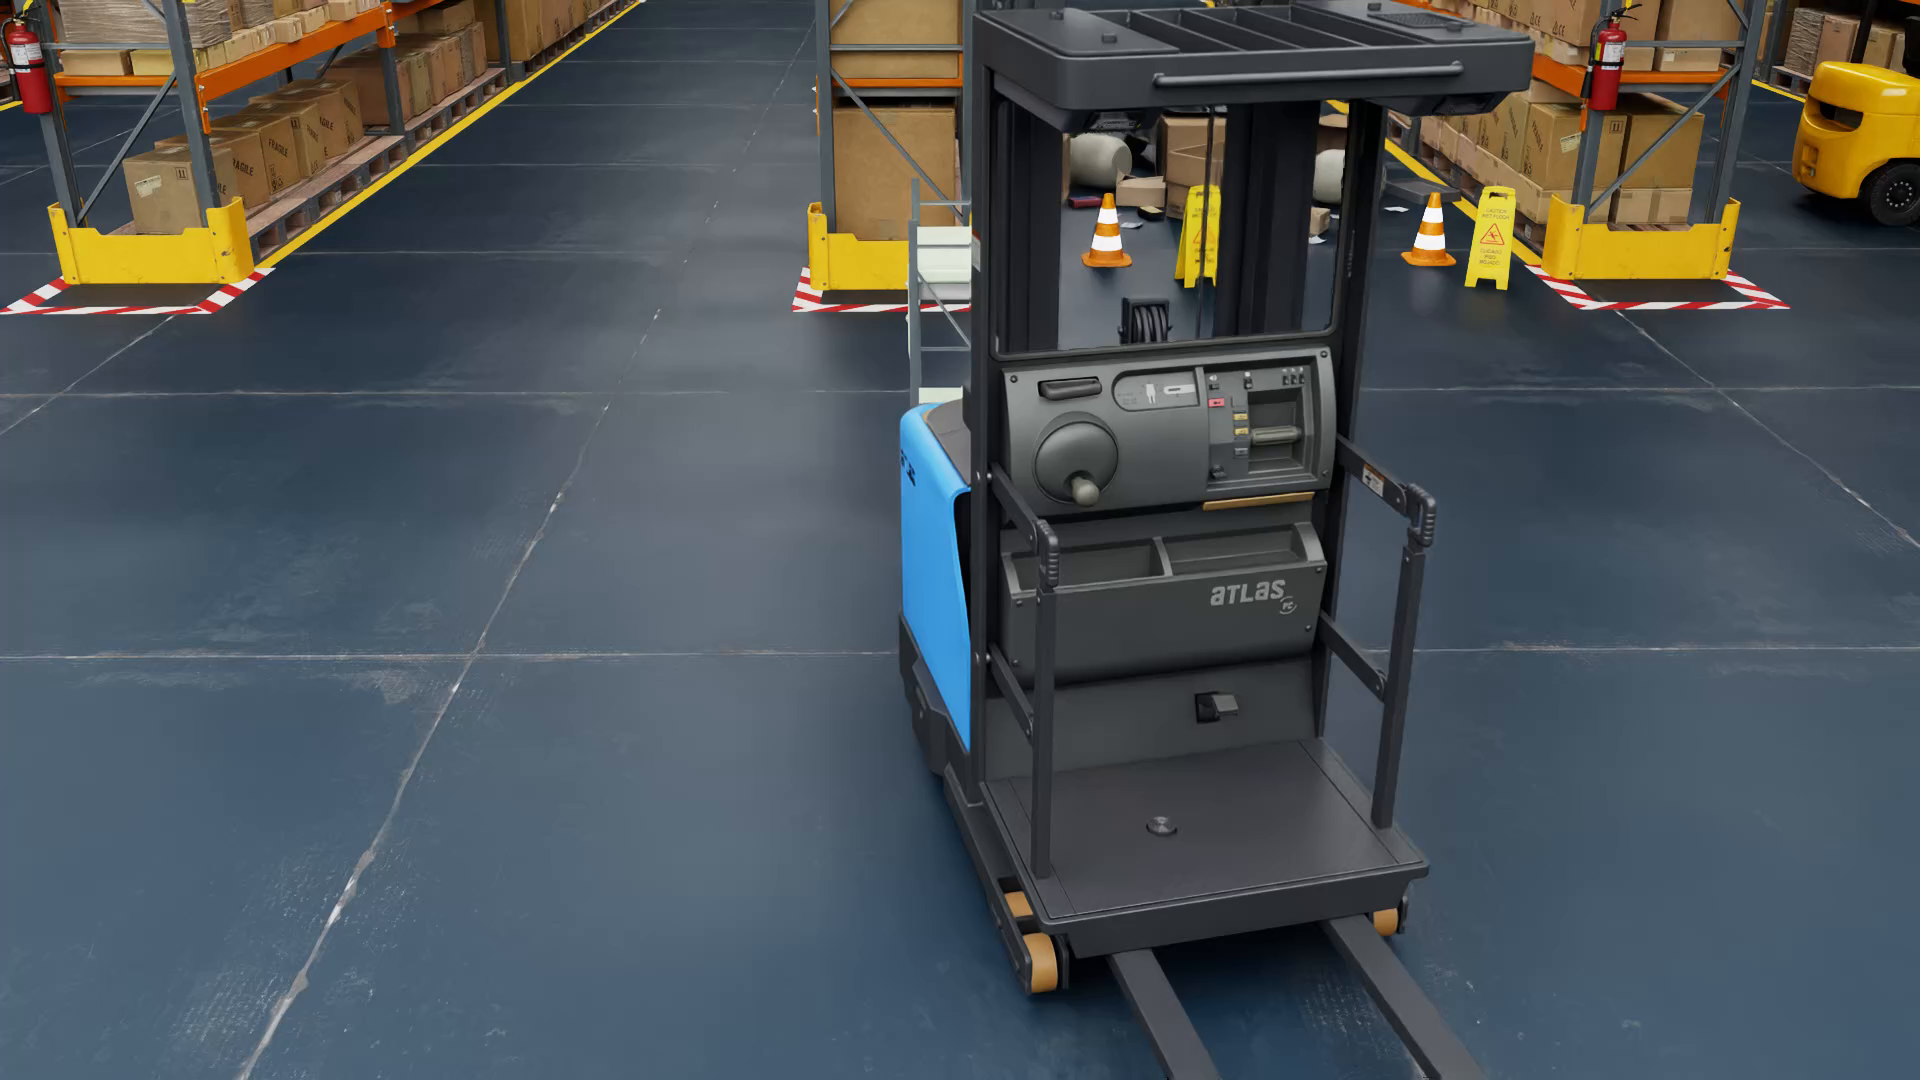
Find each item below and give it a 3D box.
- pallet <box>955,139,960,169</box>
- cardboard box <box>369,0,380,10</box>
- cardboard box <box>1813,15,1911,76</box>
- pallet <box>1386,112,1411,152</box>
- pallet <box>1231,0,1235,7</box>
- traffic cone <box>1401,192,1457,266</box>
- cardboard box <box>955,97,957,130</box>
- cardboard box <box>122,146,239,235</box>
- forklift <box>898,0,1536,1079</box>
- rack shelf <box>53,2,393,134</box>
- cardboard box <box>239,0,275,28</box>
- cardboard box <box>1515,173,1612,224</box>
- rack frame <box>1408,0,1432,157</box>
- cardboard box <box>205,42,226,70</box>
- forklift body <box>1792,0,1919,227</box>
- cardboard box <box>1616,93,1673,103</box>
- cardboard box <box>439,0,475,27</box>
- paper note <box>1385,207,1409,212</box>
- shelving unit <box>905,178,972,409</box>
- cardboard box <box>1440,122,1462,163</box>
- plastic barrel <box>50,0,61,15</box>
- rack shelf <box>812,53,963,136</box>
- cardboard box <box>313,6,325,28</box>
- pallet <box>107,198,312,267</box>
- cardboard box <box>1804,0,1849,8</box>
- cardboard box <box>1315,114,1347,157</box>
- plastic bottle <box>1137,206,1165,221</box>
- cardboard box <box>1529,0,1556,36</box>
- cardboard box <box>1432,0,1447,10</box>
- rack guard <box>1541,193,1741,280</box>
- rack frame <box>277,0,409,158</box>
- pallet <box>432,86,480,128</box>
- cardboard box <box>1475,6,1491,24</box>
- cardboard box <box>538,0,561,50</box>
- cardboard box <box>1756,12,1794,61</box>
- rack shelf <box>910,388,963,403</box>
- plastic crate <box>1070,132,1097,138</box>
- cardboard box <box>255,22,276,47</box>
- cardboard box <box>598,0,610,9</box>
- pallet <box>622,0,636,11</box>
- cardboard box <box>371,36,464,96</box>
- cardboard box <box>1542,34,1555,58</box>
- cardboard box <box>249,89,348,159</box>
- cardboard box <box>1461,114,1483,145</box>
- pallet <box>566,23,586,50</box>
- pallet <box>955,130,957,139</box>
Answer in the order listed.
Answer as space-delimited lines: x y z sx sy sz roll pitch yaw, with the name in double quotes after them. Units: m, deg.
-0.511 -3.145 13.947 1.003 0.211 1.213 0 24 -1 "pallet"
-5.106 -4.546 13.967 0.380 0.149 0.250 0 24 -1 "cardboard box"
9.435 -5.048 17.143 0.875 0.625 0.625 1 24 1 "cardboard box"
4.498 -3.843 15.491 1.003 0.211 1.213 0 24 -1 "pallet"
4.474 -7.636 23.878 1.003 0.211 1.213 0 24 -1 "pallet"
3.257 -2.160 11.464 0.336 0.463 0.334 0 24 -1 "traffic cone"
-0.538 -4.150 15.007 1.050 0.750 0.750 0 24 -1 "cardboard box"
-5.348 -2.410 11.462 0.500 0.500 0.500 4 25 9 "cardboard box"
0.628 -0.276 4.303 1.130 2.935 3.031 -6 25 -12 "forklift"
-5.380 -3.596 12.434 1.077 0.370 4.000 0 24 -1 "rack shelf"
-5.424 -3.919 11.794 0.875 0.500 0.500 0 24 -1 "cardboard box"
4.273 -2.425 11.798 0.500 0.250 0.500 0 24 -1 "cardboard box"
4.508 -4.793 14.207 1.000 3.000 0.127 0 24 -1 "rack frame"
-5.106 -3.207 11.006 0.380 0.149 0.250 0 24 -1 "cardboard box"
7.670 -3.555 12.500 2.313 2.155 1.214 0 24 -1 "forklift body"
4.808 -2.983 12.124 0.500 0.500 0.500 -1 24 -3 "cardboard box"
-5.408 -5.524 17.412 0.500 0.250 0.500 1 24 2 "cardboard box"
3.396 -2.574 12.904 0.142 0.019 0.148 -9 26 -19 "paper note"
0.000 -0.681 6.935 0.431 1.500 0.755 0 24 -1 "shelving unit"
4.261 -3.267 13.660 0.500 0.250 0.500 1 24 2 "cardboard box"
-10.433 -6.134 19.588 0.600 0.588 0.708 0 24 -1 "plastic barrel"
-0.419 -3.577 12.392 1.077 0.370 4.000 0 24 -1 "rack shelf"
-5.141 -4.031 12.828 0.380 0.149 0.250 0 24 -1 "cardboard box"
-5.333 -2.196 11.848 1.003 0.211 1.213 0 24 -1 "pallet"
9.733 -6.029 18.677 0.380 0.149 0.250 1 24 2 "cardboard box"
3.159 -3.207 13.732 0.500 0.500 0.500 19 30 35 "cardboard box"
1.444 -2.506 12.716 0.133 0.061 0.283 -9 26 -19 "plastic bottle"
4.269 -3.754 11.428 0.500 0.500 0.500 0 24 0 "cardboard box"
4.190 -4.547 13.968 0.380 0.149 0.250 0 24 -1 "cardboard box"
4.550 -2.037 11.147 1.175 0.500 0.348 0 24 -1 "rack guard"
-5.402 -4.748 14.108 1.000 3.000 0.127 0 24 -1 "rack frame"
-5.428 -4.302 16.507 1.003 0.211 1.213 0 24 -1 "pallet"
4.195 -4.020 12.803 0.380 0.149 0.250 0 24 0 "cardboard box"
-5.434 -6.271 19.545 1.225 0.875 0.875 0 24 0 "cardboard box"
9.208 -5.690 18.716 0.500 0.500 0.500 0 24 1 "cardboard box"
0.000 -0.384 7.069 0.431 0.370 0.720 0 24 -1 "rack shelf"
0.871 -3.408 14.488 0.450 0.188 0.662 3 22 31 "plastic crate"
-5.143 -3.619 11.917 0.380 0.149 0.250 0 24 -1 "cardboard box"
-5.426 -7.911 23.170 0.875 0.875 0.875 0 24 -1 "cardboard box"
-5.446 -8.093 24.888 1.003 0.211 1.213 0 24 -1 "pallet"
-5.386 -4.720 16.545 0.700 0.500 0.500 2 24 4 "cardboard box"
4.238 -3.393 11.416 0.380 0.149 0.250 -1 24 -1 "cardboard box"
-5.424 -3.400 13.650 0.500 0.500 0.500 8 25 16 "cardboard box"
4.266 -3.394 13.032 0.500 0.500 0.500 1 24 2 "cardboard box"
-5.405 -6.456 21.269 1.003 0.211 1.213 0 24 -1 "pallet"
-0.525 -3.776 15.342 1.003 0.211 1.213 0 24 -1 "pallet"
